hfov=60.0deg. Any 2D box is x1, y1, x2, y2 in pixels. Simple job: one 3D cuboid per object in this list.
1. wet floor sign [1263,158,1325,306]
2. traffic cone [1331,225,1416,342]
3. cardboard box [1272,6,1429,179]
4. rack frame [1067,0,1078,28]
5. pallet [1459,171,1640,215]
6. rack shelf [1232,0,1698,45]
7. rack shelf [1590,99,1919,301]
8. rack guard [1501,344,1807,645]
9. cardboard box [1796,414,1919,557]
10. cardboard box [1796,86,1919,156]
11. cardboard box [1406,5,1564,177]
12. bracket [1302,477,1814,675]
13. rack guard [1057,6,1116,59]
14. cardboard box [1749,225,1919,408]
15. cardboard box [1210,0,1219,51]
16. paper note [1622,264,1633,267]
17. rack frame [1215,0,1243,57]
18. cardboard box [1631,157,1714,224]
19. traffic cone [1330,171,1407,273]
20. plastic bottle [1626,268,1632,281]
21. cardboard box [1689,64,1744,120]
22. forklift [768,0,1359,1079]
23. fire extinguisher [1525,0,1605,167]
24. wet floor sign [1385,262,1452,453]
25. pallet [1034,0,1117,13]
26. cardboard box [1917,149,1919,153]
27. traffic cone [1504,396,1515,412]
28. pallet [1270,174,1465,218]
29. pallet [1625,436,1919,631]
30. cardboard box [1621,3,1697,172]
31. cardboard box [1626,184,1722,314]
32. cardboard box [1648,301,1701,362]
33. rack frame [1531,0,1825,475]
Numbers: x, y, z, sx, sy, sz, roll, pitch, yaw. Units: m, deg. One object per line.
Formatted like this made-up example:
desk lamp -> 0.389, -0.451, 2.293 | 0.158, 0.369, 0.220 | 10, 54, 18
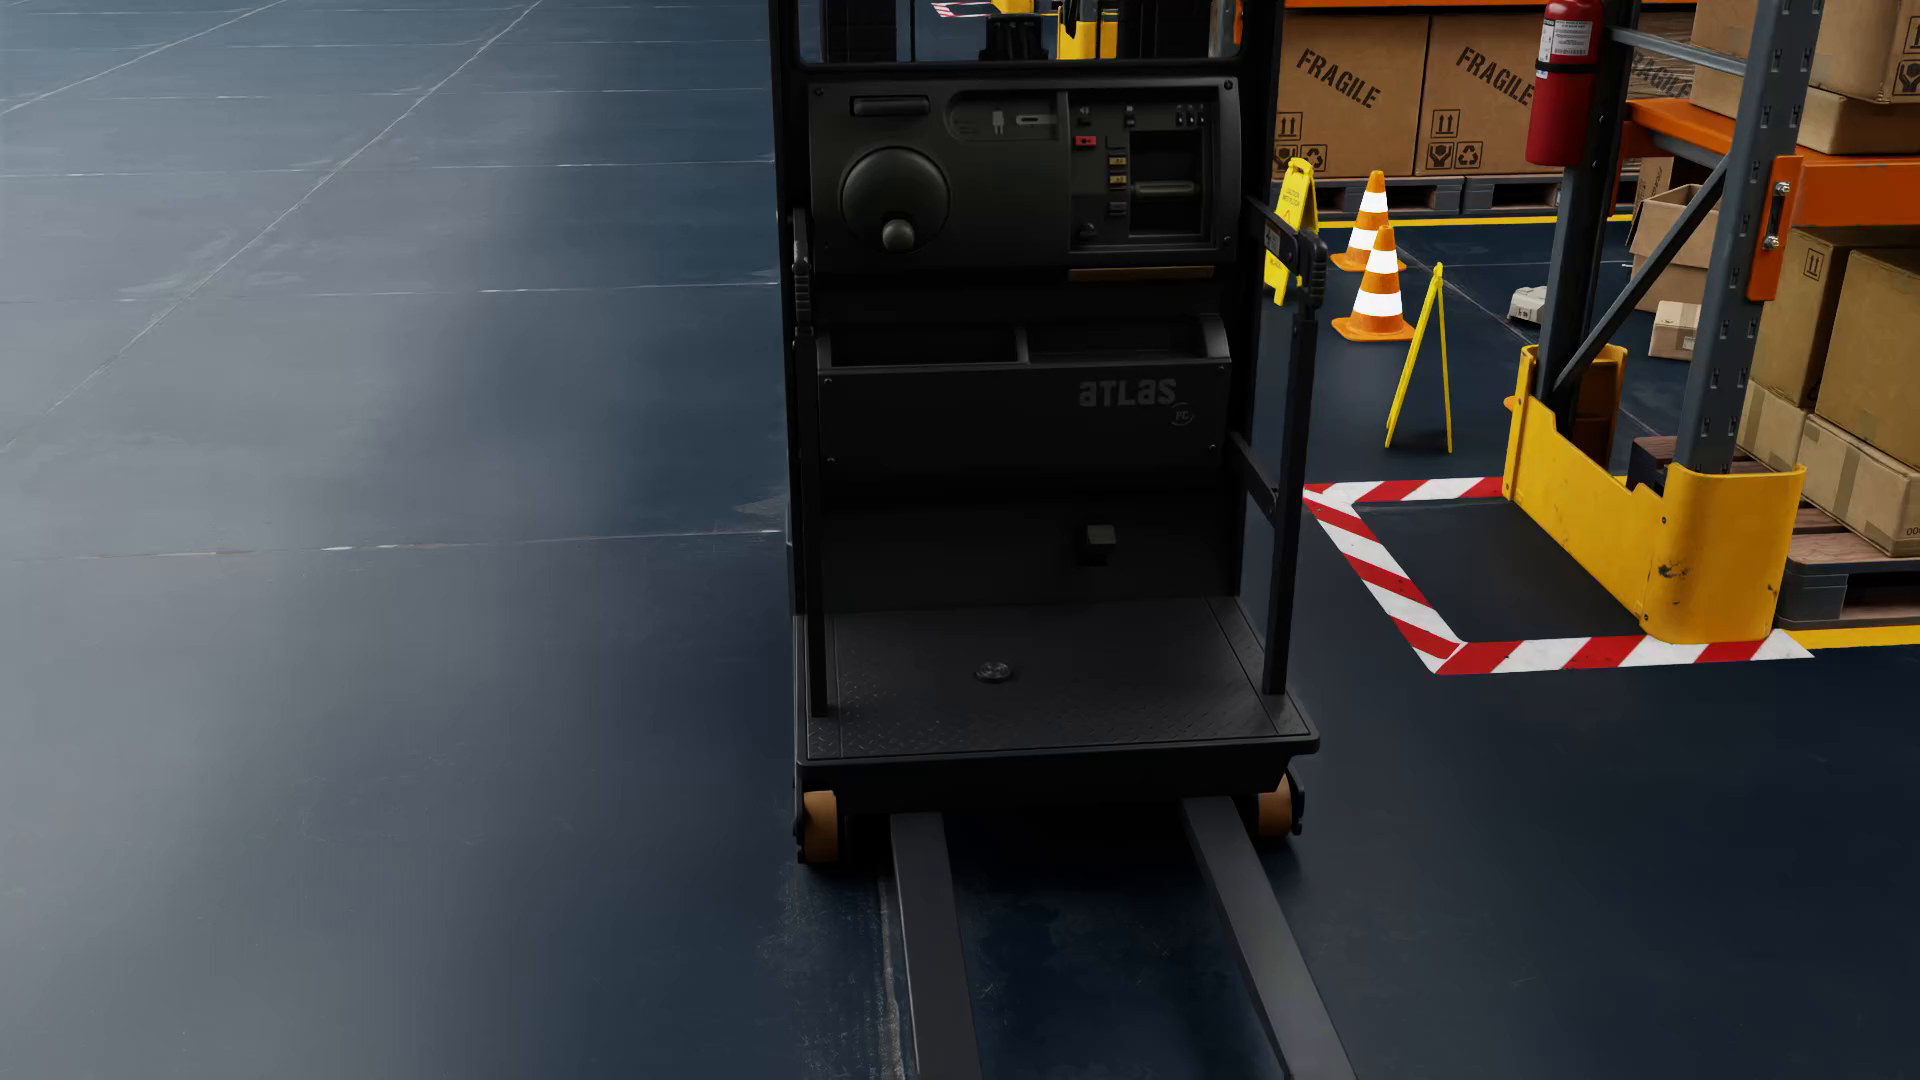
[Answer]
wet floor sign -> 1.552, -1.438, 7.691 | 0.232, 0.644, 0.267 | -6, 25, -14
traffic cone -> 1.827, -1.133, 7.230 | 0.334, 0.463, 0.336 | -2, 24, -5
cardboard box -> 2.872, -3.567, 9.067 | 2.515, 2.999, 0.987 | -2, 24, -4
rack frame -> 1.000, -5.323, 13.533 | 0.053, 2.616, 0.949 | -2, 24, -5
pallet -> 3.386, -2.152, 9.832 | 1.213, 0.211, 1.003 | -2, 24, -5
rack shelf -> 3.377, -3.067, 9.342 | 4.000, 0.370, 1.077 | -2, 24, -5
rack shelf -> 3.964, -1.070, 4.850 | 4.000, 0.370, 1.077 | -2, 24, -5
rack guard -> 2.049, -0.180, 5.038 | 0.348, 0.500, 1.175 | -2, 24, -5
cardboard box -> 2.804, -0.175, 4.818 | 0.500, 0.250, 0.500 | -2, 24, -6
cardboard box -> 2.332, -1.134, 4.417 | 0.250, 0.149, 0.380 | -2, 24, -5
cardboard box -> 2.930, -2.626, 9.564 | 0.875, 0.875, 0.875 | -3, 24, -6
bracket -> 1.726, 0.065, 5.103 | 1.079, 0.001, 1.378 | -2, 24, -5
rack guard -> 1.075, -4.185, 14.050 | 0.348, 0.500, 1.175 | -2, 24, -5
cardboard box -> 2.745, -0.734, 5.154 | 0.500, 0.500, 0.500 | -2, 24, -5
cardboard box -> 2.214, -4.430, 14.084 | 0.500, 0.500, 0.500 | 4, 24, 9
paper note -> 3.378, -1.368, 8.316 | 0.123, 0.001, 0.032 | 10, 26, 22
rack frame -> 1.387, -3.315, 9.016 | 0.127, 3.000, 1.000 | -2, 24, -5
cardboard box -> 3.923, -1.857, 8.810 | 0.500, 0.500, 0.500 | 2, 24, 4
traffic cone -> 2.055, -1.603, 8.288 | 0.334, 0.463, 0.336 | -2, 24, -5
plastic bottle -> 3.395, -1.294, 8.085 | 0.283, 0.061, 0.133 | -11, 26, -23
cardboard box -> 2.325, -1.305, 4.803 | 0.250, 0.149, 0.380 | -1, 24, -3
forklift -> 0.166, -0.772, 3.378 | 1.130, 2.935, 3.031 | -2, 24, -5
fire extinguisher -> 1.814, -1.465, 4.948 | 0.183, 0.674, 0.296 | -2, 24, -5
wet floor sign -> 1.679, -0.668, 5.958 | 0.232, 0.644, 0.267 | 6, 25, 13
pallet -> 1.393, -6.104, 18.724 | 1.213, 0.211, 1.003 | -2, 24, -5
cardboard box -> 2.582, -1.150, 4.453 | 0.250, 0.149, 0.380 | -2, 24, -4
traffic cone -> 2.275, -0.698, 6.251 | 0.334, 0.463, 0.336 | -2, 24, -5
pallet -> 2.175, -2.105, 9.726 | 1.213, 0.211, 1.003 | -2, 24, -5
pallet -> 2.861, -0.066, 5.138 | 1.213, 0.211, 1.003 | -2, 24, -5
cardboard box -> 3.838, -2.662, 9.644 | 0.875, 0.875, 0.875 | -2, 24, -5
cardboard box -> 3.473, -1.271, 7.491 | 0.797, 0.503, 0.637 | 22, 32, 40
cardboard box -> 3.079, -0.885, 7.057 | 0.250, 0.149, 0.380 | 10, 26, 22
rack frame -> 1.974, -1.319, 4.524 | 0.127, 3.000, 1.000 | -2, 24, -5
